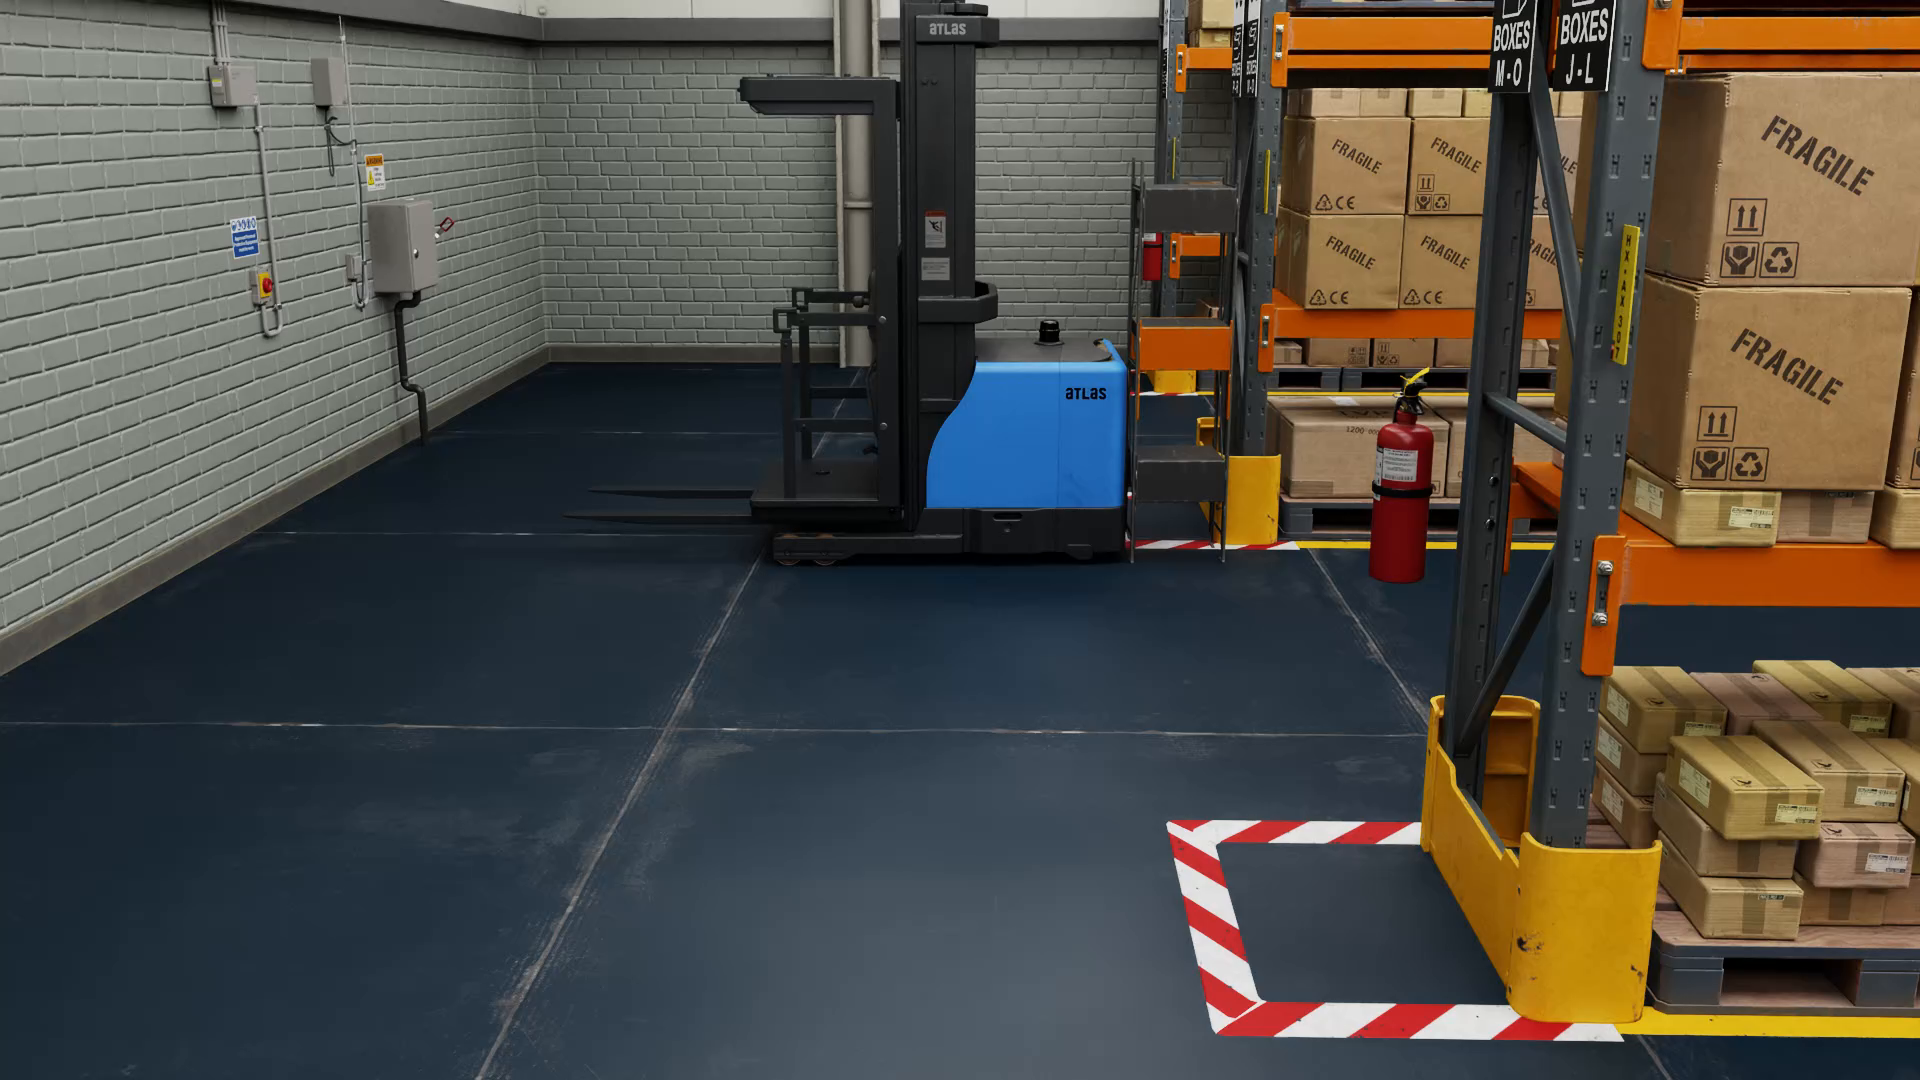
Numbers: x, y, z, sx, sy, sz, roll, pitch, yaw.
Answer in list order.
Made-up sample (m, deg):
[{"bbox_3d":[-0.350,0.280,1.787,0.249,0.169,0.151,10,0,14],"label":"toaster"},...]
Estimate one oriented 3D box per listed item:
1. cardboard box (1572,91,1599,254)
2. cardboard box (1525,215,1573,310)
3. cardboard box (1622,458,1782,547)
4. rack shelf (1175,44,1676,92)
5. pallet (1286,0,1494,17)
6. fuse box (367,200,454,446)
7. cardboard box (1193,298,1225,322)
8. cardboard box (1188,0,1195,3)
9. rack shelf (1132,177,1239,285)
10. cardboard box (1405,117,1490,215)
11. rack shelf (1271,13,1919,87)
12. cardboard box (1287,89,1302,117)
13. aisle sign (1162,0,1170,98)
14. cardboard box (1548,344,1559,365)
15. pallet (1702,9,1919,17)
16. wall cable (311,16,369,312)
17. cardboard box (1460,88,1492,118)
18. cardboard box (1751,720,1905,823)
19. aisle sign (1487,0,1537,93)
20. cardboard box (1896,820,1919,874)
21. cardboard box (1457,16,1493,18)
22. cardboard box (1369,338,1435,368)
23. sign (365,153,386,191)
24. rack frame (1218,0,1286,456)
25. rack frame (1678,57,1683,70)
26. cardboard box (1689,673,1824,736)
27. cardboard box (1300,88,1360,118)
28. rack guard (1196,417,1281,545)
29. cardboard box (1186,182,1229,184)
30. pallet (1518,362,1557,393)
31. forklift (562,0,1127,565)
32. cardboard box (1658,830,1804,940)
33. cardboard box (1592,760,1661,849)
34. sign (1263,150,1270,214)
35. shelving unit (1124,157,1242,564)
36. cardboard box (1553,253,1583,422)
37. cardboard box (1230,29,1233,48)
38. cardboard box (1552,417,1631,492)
[{"bbox_3d":[2.074,-1.045,4.680,0.500,0.500,0.500,0,15,0],"label":"cardboard box"},{"bbox_3d":[3.122,-1.539,9.099,0.500,0.500,0.500,0,15,1],"label":"cardboard box"},{"bbox_3d":[1.925,-0.101,4.337,0.250,0.149,0.380,0,15,1],"label":"cardboard box"},{"bbox_3d":[3.758,-3.927,13.874,4.000,0.370,1.077,0,15,1],"label":"rack shelf"},{"bbox_3d":[2.377,-2.977,9.037,1.213,0.211,1.003,0,15,1],"label":"pallet"},{"bbox_3d":[-3.803,-1.514,11.725,0.414,1.711,0.539,0,15,1],"label":"fuse box"},{"bbox_3d":[2.367,-1.805,14.373,0.637,0.503,0.797,0,15,-1],"label":"cardboard box"},{"bbox_3d":[2.210,-4.669,14.008,0.500,0.250,0.500,0,15,0],"label":"cardboard box"},{"bbox_3d":[1.156,-1.604,8.612,0.480,0.518,0.431,0,15,-1],"label":"rack shelf"},{"bbox_3d":[2.625,-2.026,8.983,0.500,0.500,0.500,0,15,0],"label":"cardboard box"},{"bbox_3d":[3.635,-2.661,9.077,4.000,0.370,1.077,0,15,1],"label":"rack shelf"},{"bbox_3d":[1.999,-2.466,9.378,0.250,0.149,0.380,1,15,2],"label":"cardboard box"},{"bbox_3d":[1.683,-4.020,13.601,0.004,0.787,0.394,0,15,1],"label":"aisle sign"},{"bbox_3d":[5.193,-1.565,14.156,0.250,0.149,0.380,0,15,0],"label":"cardboard box"},{"bbox_3d":[4.816,-2.961,8.977,1.213,0.211,1.003,0,15,1],"label":"pallet"},{"bbox_3d":[-3.978,-2.455,10.775,0.122,1.984,0.588,0,15,1],"label":"wall cable"},{"bbox_3d":[2.767,-2.333,8.873,0.250,0.149,0.380,0,15,0],"label":"cardboard box"},{"bbox_3d":[2.404,0.640,4.632,0.250,0.149,0.380,1,15,2],"label":"cardboard box"},{"bbox_3d":[1.545,-1.643,4.590,0.004,0.787,0.394,0,15,1],"label":"aisle sign"},{"bbox_3d":[2.646,0.787,4.659,0.250,0.149,0.380,1,15,2],"label":"cardboard box"},{"bbox_3d":[4.237,-4.279,13.511,0.500,0.250,0.500,1,15,3],"label":"cardboard box"},{"bbox_3d":[3.747,-1.759,14.205,0.500,0.500,0.500,1,15,2],"label":"cardboard box"},{"bbox_3d":[-4.011,-2.524,11.407,0.001,0.242,0.339,0,15,1],"label":"sign"},{"bbox_3d":[1.635,-1.572,9.417,0.127,3.000,1.000,0,15,1],"label":"rack frame"},{"bbox_3d":[5.757,-2.811,14.116,0.127,3.000,1.000,0,15,1],"label":"rack frame"},{"bbox_3d":[2.395,0.534,5.034,0.250,0.149,0.380,1,15,3],"label":"cardboard box"},{"bbox_3d":[1.983,-2.344,8.917,0.250,0.149,0.380,1,15,3],"label":"cardboard box"},{"bbox_3d":[1.611,-0.363,9.736,0.348,0.500,1.175,0,15,1],"label":"rack guard"},{"bbox_3d":[2.225,-2.973,14.441,0.500,0.250,0.500,1,15,3],"label":"cardboard box"},{"bbox_3d":[5.070,-1.468,14.490,1.213,0.211,1.003,0,15,1],"label":"pallet"},{"bbox_3d":[-0.630,-1.417,8.966,3.031,2.935,1.130,0,15,0],"label":"forklift"},{"bbox_3d":[2.125,0.952,4.617,0.250,0.149,0.380,1,15,3],"label":"cardboard box"},{"bbox_3d":[2.141,0.817,5.128,0.250,0.149,0.380,1,15,2],"label":"cardboard box"},{"bbox_3d":[1.615,-1.887,8.760,0.005,0.325,0.100,0,15,1],"label":"sign"},{"bbox_3d":[1.156,-0.940,8.787,0.503,2.100,0.431,0,15,-1],"label":"shelving unit"},{"bbox_3d":[2.066,-0.563,4.817,0.500,0.500,0.500,1,15,3],"label":"cardboard box"},{"bbox_3d":[2.334,-4.110,13.650,0.250,0.149,0.380,1,15,2],"label":"cardboard box"},{"bbox_3d":[1.943,-0.257,4.927,0.250,0.149,0.380,0,15,1],"label":"cardboard box"}]
